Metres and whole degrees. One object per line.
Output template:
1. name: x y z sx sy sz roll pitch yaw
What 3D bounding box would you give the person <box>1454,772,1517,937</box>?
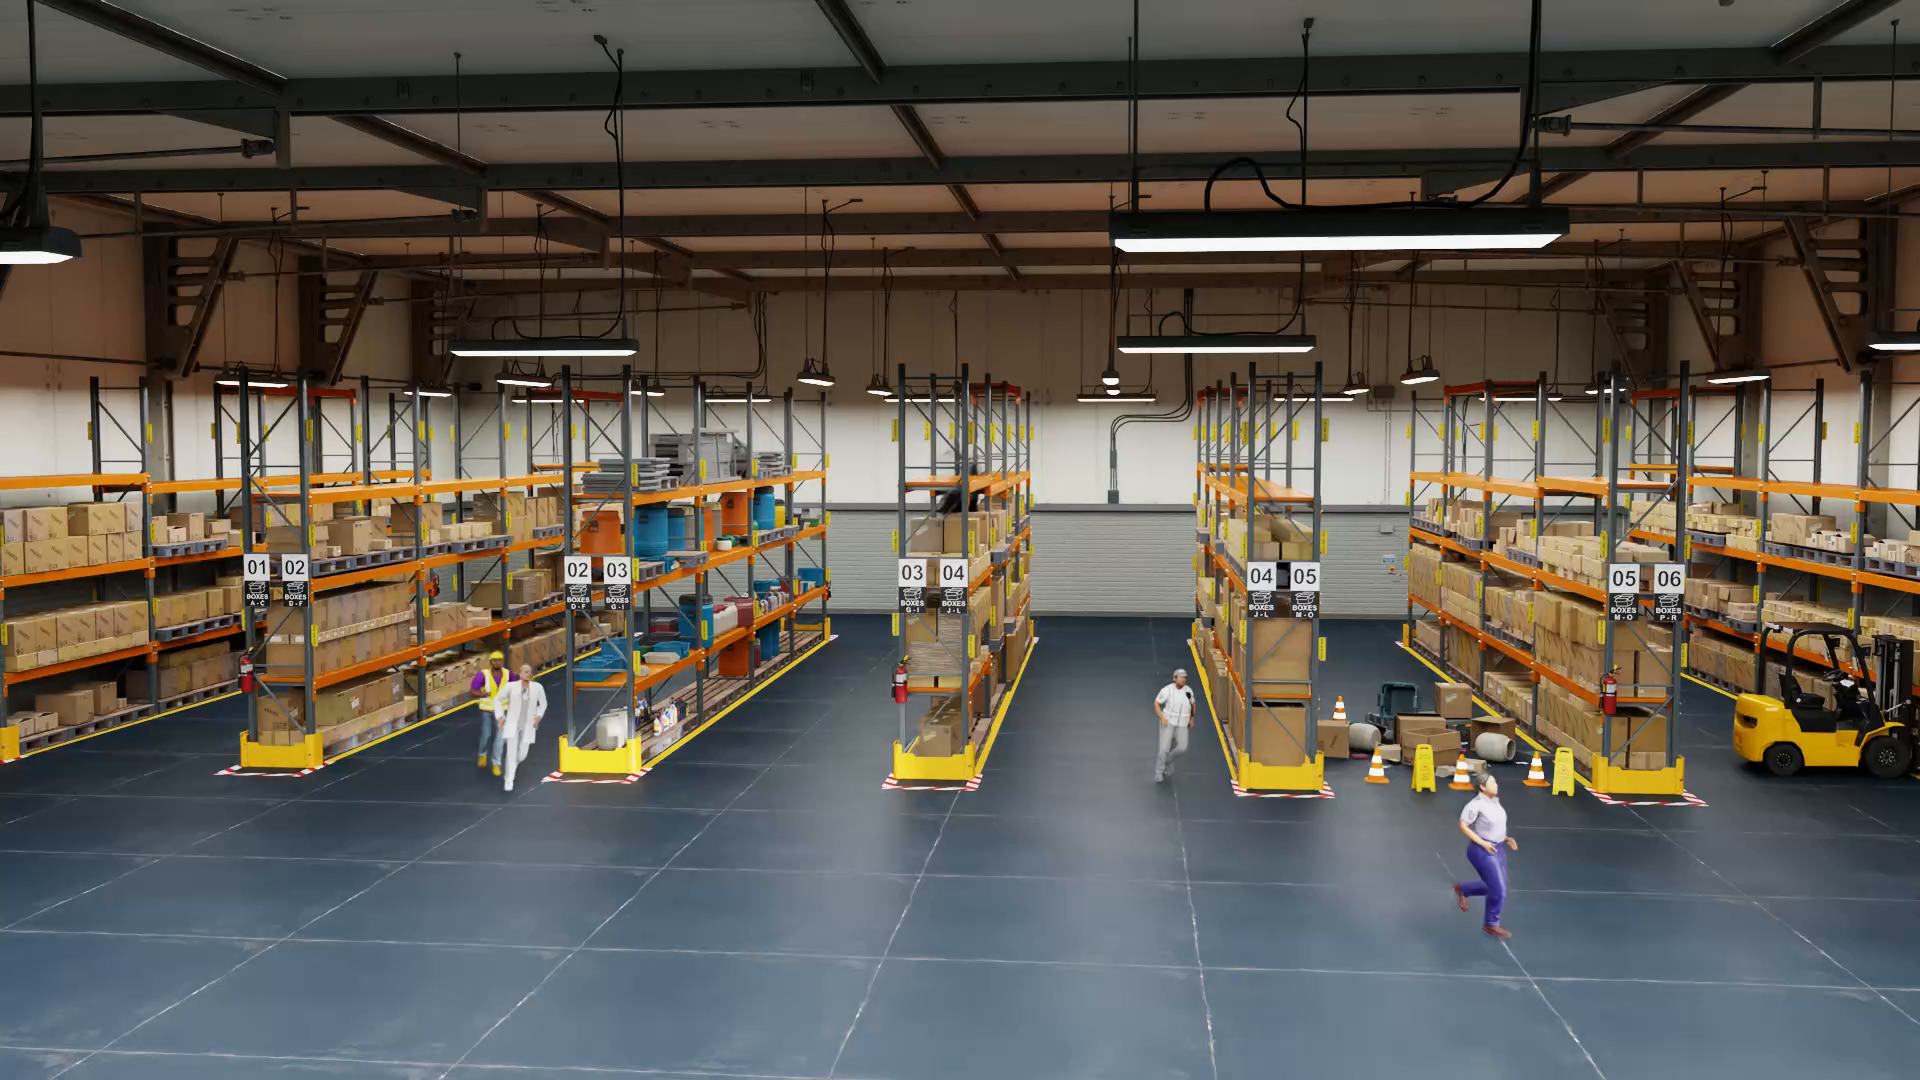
1. person: 5.247 3.139 16.732 0.670 1.621 0.608 3 5 42

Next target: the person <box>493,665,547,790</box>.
1. person: -6.249 2.639 23.677 0.755 1.729 0.682 -2 4 -24

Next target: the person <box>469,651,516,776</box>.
1. person: -6.896 2.546 24.620 0.707 1.818 0.815 -2 4 -25

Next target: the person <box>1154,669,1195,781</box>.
1. person: 3.134 2.668 23.998 0.662 1.610 0.496 -1 4 -10
